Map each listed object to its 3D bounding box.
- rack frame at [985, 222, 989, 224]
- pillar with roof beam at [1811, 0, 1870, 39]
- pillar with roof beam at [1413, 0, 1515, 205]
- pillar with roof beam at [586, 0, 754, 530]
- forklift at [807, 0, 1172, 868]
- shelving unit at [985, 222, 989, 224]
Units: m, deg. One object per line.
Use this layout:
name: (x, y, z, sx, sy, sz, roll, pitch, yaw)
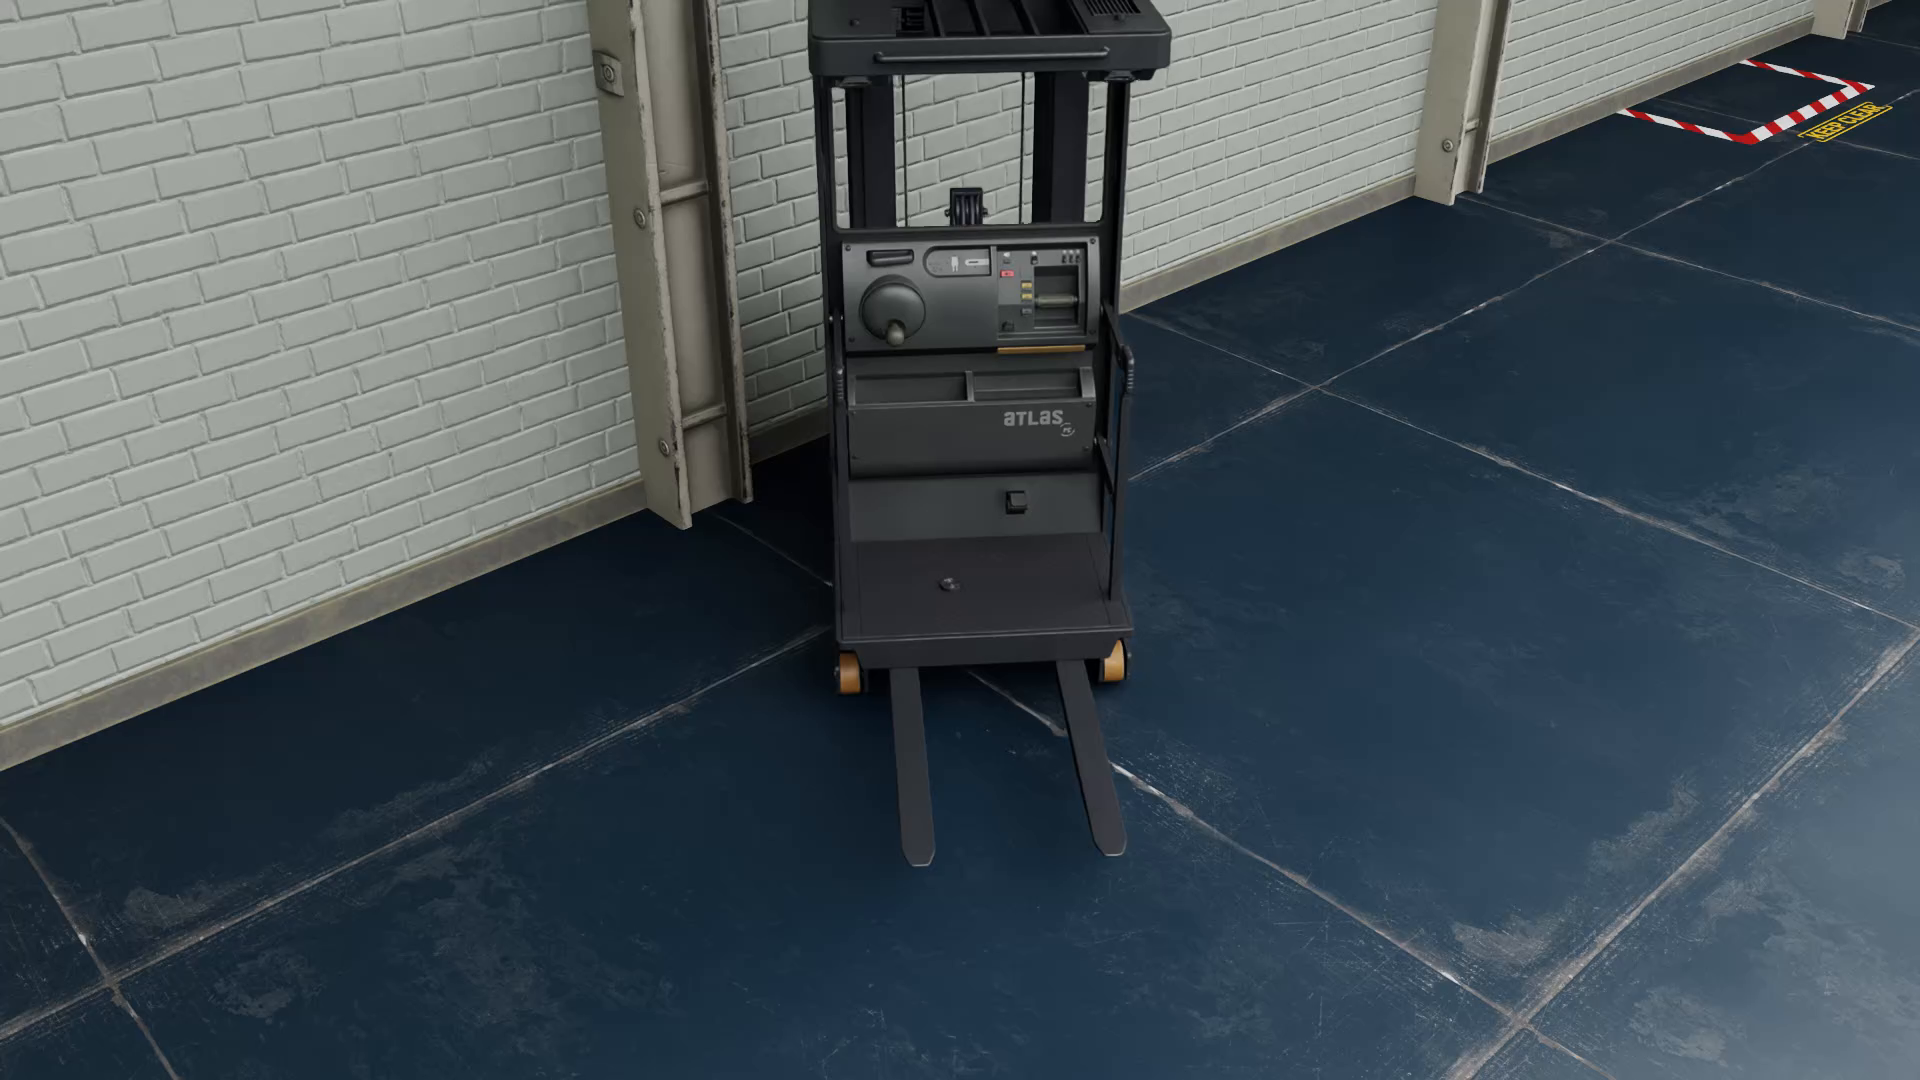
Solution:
rack frame: (0.207, -0.987, 7.857, 0.200, 1.050, 0.008, 15, 35, 23)
pillar with roof beam: (10.545, -6.621, 9.452, 0.400, 9.000, 9.100, -26, 40, -35)
pillar with roof beam: (6.145, -4.493, 5.971, 0.400, 9.000, 9.100, -26, 40, -35)
pillar with roof beam: (1.746, -2.364, 2.491, 0.400, 9.000, 9.100, -26, 40, -35)
forklift: (0.060, -0.847, 5.826, 1.130, 2.935, 3.031, -2, 32, -4)
shelving unit: (0.151, -0.930, 7.765, 0.215, 1.050, 0.252, 15, 35, 23)
